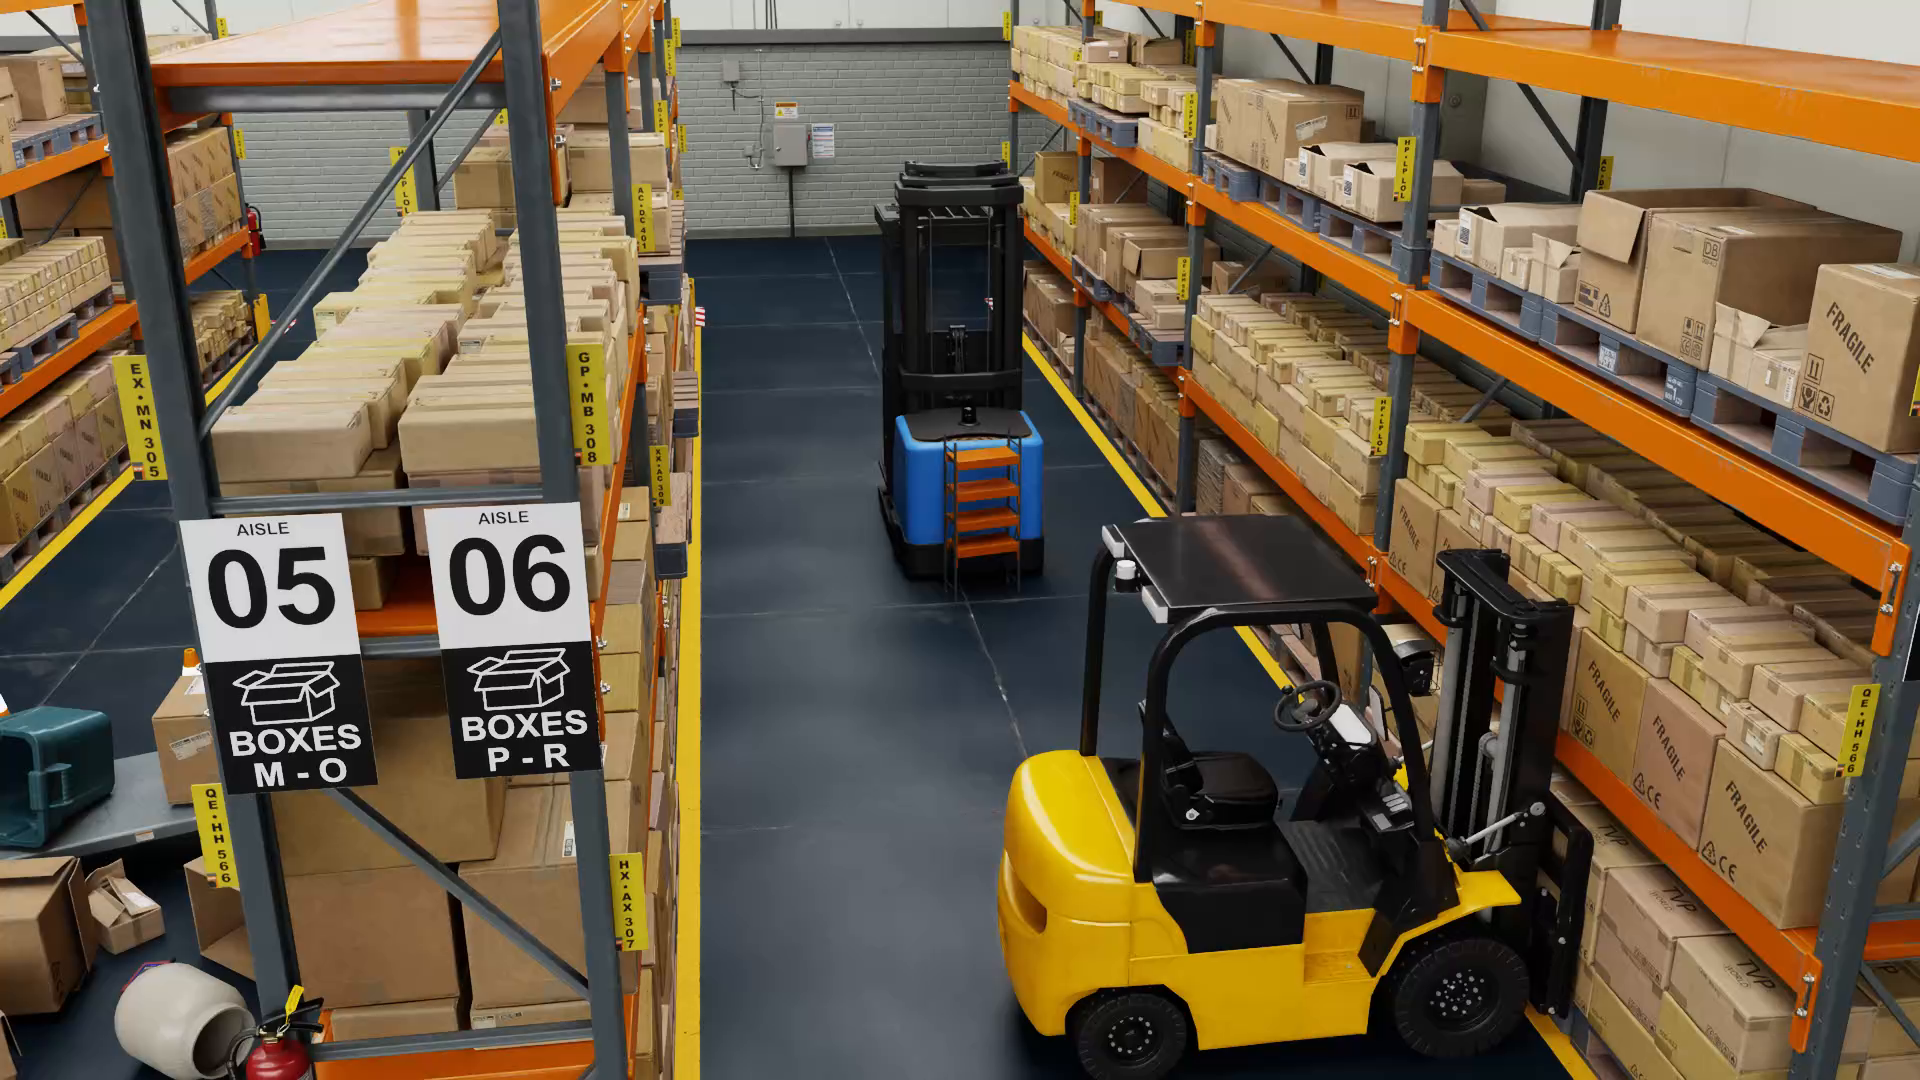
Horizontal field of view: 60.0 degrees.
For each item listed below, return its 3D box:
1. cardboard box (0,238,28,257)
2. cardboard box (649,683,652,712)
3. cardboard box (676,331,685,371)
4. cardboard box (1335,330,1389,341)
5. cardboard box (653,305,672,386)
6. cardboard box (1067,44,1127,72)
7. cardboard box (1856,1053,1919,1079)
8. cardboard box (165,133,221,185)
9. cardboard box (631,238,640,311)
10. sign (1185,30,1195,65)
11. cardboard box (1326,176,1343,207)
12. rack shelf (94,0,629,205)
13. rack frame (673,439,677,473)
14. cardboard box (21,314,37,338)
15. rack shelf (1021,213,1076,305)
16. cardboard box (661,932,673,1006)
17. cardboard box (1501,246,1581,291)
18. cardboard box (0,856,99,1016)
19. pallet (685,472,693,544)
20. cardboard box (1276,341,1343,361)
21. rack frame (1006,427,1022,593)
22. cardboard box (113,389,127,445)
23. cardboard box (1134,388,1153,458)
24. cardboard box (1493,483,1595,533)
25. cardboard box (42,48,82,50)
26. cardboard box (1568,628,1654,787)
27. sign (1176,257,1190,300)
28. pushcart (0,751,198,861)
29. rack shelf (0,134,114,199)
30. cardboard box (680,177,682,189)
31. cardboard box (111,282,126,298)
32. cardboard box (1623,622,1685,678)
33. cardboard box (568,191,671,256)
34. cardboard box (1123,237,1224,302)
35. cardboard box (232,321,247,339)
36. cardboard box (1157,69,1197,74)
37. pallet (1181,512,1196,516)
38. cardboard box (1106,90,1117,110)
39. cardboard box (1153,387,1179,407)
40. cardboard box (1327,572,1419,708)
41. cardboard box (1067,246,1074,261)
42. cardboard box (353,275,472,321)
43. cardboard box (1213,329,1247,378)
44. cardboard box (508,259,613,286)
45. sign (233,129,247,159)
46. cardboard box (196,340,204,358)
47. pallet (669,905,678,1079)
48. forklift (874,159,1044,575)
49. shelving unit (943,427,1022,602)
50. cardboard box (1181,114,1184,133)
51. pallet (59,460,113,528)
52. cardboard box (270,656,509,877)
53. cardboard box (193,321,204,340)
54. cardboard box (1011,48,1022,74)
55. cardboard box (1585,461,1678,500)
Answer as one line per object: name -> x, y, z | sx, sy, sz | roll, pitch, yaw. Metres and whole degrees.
cardboard box -> -8.519, -2.576, 14.735 | 0.380, 0.149, 0.250 | -2, 21, -5
cardboard box -> -1.586, 0.672, 7.488 | 0.380, 0.149, 0.250 | -3, 21, -9
cardboard box -> -2.930, -1.341, 14.956 | 0.875, 0.875, 0.875 | -2, 21, -6
cardboard box -> 2.808, -1.342, 11.452 | 0.380, 0.149, 0.250 | -3, 21, -9
cardboard box -> -2.234, -1.339, 11.346 | 0.500, 0.500, 0.500 | -3, 21, -9
cardboard box -> 1.364, -4.785, 16.529 | 0.500, 0.250, 0.500 | -3, 21, -8
cardboard box -> 3.542, 1.924, 6.392 | 0.500, 0.250, 0.500 | -3, 21, -7
cardboard box -> -8.312, -4.096, 17.899 | 0.500, 0.500, 0.500 | -4, 21, -10
cardboard box -> -1.753, -1.227, 7.717 | 0.500, 0.250, 0.500 | -3, 21, -8
sign -> 2.224, -4.776, 16.126 | 0.100, 0.325, 0.005 | -3, 21, -8
cardboard box -> 2.369, -2.041, 9.723 | 0.380, 0.149, 0.250 | -3, 21, -8
rack shelf -> -1.795, -1.672, 5.865 | 1.077, 0.370, 4.000 | -3, 21, -8
rack frame -> -2.660, -1.278, 12.350 | 1.000, 3.000, 0.127 | -3, 21, -8
cardboard box -> -7.601, -1.696, 13.230 | 0.380, 0.149, 0.250 | -3, 21, -7
rack shelf -> 1.387, -3.270, 18.712 | 1.077, 0.370, 4.000 | -3, 21, -8
cardboard box -> -1.507, 1.925, 7.105 | 0.500, 0.250, 0.500 | -2, 21, -4
cardboard box -> 2.703, -1.239, 7.575 | 0.380, 0.149, 0.250 | -2, 21, -6
cardboard box -> -4.408, 1.794, 7.499 | 0.797, 0.637, 0.503 | -3, 21, -8
pallet -> -2.699, -0.248, 13.579 | 1.003, 0.211, 1.213 | -3, 21, -8
cardboard box -> 2.336, -1.223, 11.135 | 0.380, 0.149, 0.250 | -3, 21, -8
rack frame -> 0.389, -0.212, 12.070 | 0.015, 1.200, 0.240 | -7, 22, -19
cardboard box -> -7.764, -1.160, 15.008 | 0.500, 0.500, 0.500 | -3, 21, -9
cardboard box -> 1.838, -1.046, 14.701 | 0.500, 0.500, 0.500 | -2, 21, -5
cardboard box -> 2.753, -0.153, 7.842 | 0.380, 0.149, 0.250 | -3, 21, -9
cardboard box -> -8.648, -4.675, 16.089 | 0.380, 0.149, 0.250 | -3, 21, -8
cardboard box -> 2.934, 0.679, 6.968 | 0.500, 0.500, 0.500 | -3, 21, -9
sign -> 1.716, -2.004, 12.753 | 0.100, 0.325, 0.005 | -3, 21, -8
pushcart -> -4.332, 1.468, 8.747 | 1.648, 0.377, 0.936 | -11, 23, -26
rack shelf -> -7.832, -2.754, 13.043 | 1.077, 0.370, 4.000 | -3, 21, -8
cardboard box -> -3.482, -3.941, 19.337 | 0.500, 0.500, 0.500 | -3, 21, -7
cardboard box -> -7.837, -2.375, 15.647 | 0.380, 0.149, 0.250 | -2, 21, -6
cardboard box -> 2.925, 0.427, 6.715 | 0.380, 0.149, 0.250 | -4, 21, -10
cardboard box -> -1.771, -1.647, 8.666 | 0.500, 0.250, 0.500 | -3, 21, -9
cardboard box -> 1.833, -2.330, 14.421 | 0.797, 0.503, 0.637 | -3, 21, -9
cardboard box -> -8.277, -2.369, 18.745 | 0.380, 0.149, 0.250 | -2, 21, -6
cardboard box -> 1.978, -4.130, 14.890 | 0.380, 0.149, 0.250 | -4, 21, -9
pallet -> 2.332, 0.064, 12.744 | 1.003, 0.211, 1.213 | -3, 21, -8
cardboard box -> 1.502, -3.880, 14.646 | 0.380, 0.149, 0.250 | -2, 21, -6
cardboard box -> 1.865, -1.204, 14.197 | 0.380, 0.149, 0.250 | -4, 21, -10
cardboard box -> 2.742, 0.591, 10.140 | 0.875, 0.625, 0.625 | -2, 21, -5
cardboard box -> 1.320, -2.983, 17.276 | 0.380, 0.149, 0.250 | -2, 21, -6
cardboard box -> -2.055, -0.894, 6.256 | 0.380, 0.149, 0.250 | -3, 21, -7
cardboard box -> 2.145, -1.354, 12.054 | 0.500, 0.250, 0.500 | -2, 21, -6
cardboard box -> -1.568, -1.009, 6.564 | 0.380, 0.149, 0.250 | -3, 21, -7
sign -> -8.145, -4.475, 18.803 | 0.100, 0.325, 0.005 | -3, 21, -8
cardboard box -> -8.078, -1.967, 17.243 | 0.380, 0.149, 0.250 | -3, 21, -8
pallet -> -1.772, 2.067, 7.379 | 1.003, 0.211, 1.213 | -3, 21, -8
forklift -> -0.087, -1.591, 13.288 | 1.130, 2.935, 3.031 | -3, 21, -7
shelving unit -> 0.159, -0.183, 11.992 | 0.503, 1.200, 0.258 | -7, 22, -19
cardboard box -> 1.944, -3.252, 12.995 | 0.380, 0.149, 0.250 | -3, 21, -9
pallet -> -7.827, -0.379, 13.929 | 1.003, 0.211, 1.213 | -3, 21, -8
cardboard box -> -1.796, 0.672, 5.134 | 0.700, 0.500, 0.500 | -3, 21, -9
cardboard box -> -8.165, -2.190, 17.417 | 0.380, 0.149, 0.250 | -3, 21, -7
cardboard box -> 0.892, -5.606, 19.441 | 0.500, 0.250, 0.500 | -3, 21, -8
cardboard box -> 3.318, -0.276, 8.173 | 0.380, 0.149, 0.250 | -3, 21, -9
